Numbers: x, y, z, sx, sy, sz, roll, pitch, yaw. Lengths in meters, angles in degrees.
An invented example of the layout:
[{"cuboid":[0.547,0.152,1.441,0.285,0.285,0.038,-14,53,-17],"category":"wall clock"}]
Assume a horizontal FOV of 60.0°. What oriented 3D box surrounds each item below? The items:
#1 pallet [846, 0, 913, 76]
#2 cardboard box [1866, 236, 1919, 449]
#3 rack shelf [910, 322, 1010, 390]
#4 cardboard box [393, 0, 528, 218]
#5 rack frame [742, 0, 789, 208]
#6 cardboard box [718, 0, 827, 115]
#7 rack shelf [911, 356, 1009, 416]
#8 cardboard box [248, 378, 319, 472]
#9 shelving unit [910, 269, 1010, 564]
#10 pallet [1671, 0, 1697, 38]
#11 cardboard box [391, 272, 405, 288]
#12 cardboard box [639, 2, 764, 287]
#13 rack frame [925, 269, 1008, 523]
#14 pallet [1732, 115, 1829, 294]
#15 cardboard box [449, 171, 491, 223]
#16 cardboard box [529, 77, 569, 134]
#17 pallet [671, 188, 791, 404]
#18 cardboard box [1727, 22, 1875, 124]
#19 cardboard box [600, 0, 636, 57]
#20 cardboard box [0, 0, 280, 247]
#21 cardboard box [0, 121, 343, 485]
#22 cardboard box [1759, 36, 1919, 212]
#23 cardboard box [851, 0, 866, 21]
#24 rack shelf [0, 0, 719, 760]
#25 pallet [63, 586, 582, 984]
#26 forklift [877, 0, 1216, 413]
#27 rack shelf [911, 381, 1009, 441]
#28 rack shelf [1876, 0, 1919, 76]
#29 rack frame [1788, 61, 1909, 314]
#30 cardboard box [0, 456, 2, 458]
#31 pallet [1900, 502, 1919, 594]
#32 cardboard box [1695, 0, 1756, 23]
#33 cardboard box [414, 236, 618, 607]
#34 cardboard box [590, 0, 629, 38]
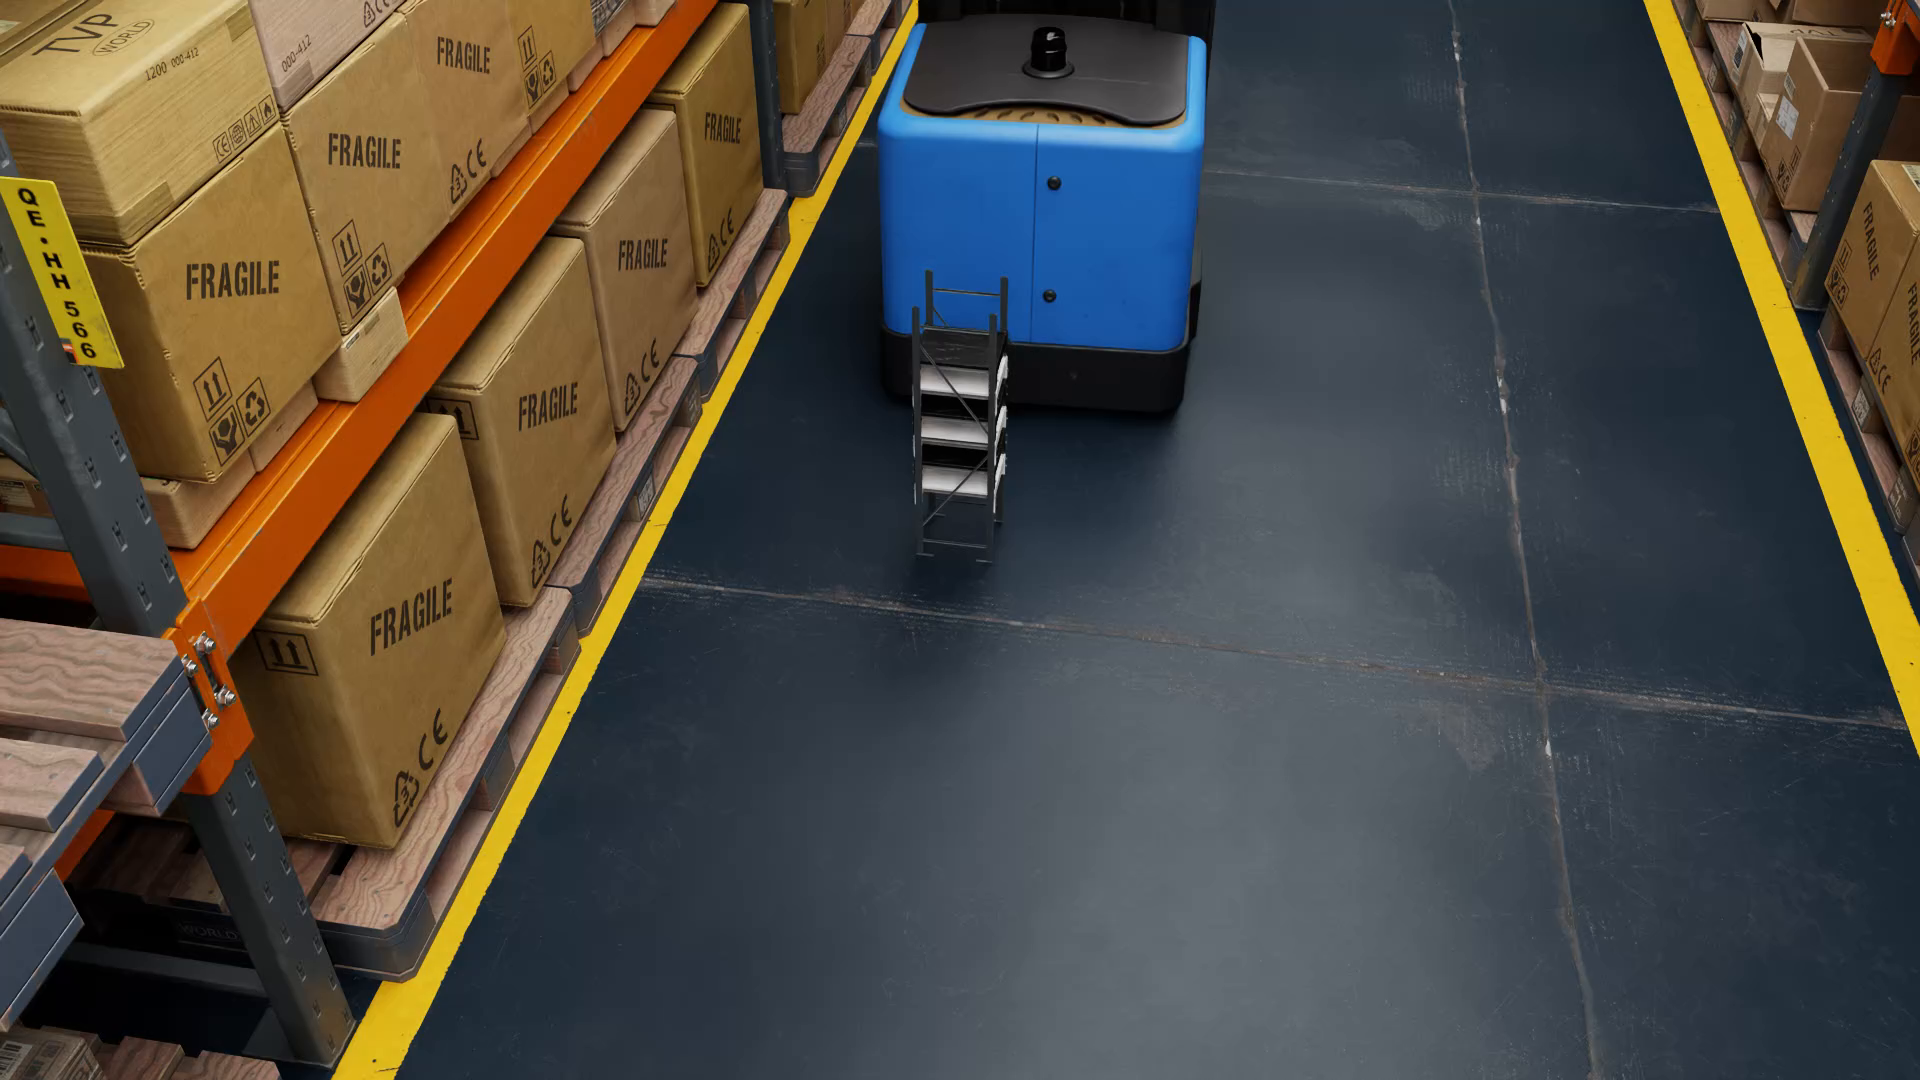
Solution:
[{"cuboid":[-0.799,-2.713,8.365,1.003,0.211,1.213,6,40,8],"category":"pallet"},{"cuboid":[3.258,-0.601,5.239,0.500,0.500,0.500,7,40,8],"category":"cardboard box"},{"cuboid":[0.001,-0.534,4.819,0.258,0.077,0.200,6,40,8],"category":"rack shelf"},{"cuboid":[-1.386,-1.117,3.919,0.500,0.500,0.500,6,40,7],"category":"cardboard box"},{"cuboid":[-1.216,-2.551,5.981,1.000,3.000,0.127,6,40,8],"category":"rack frame"},{"cuboid":[-0.986,-2.207,7.198,0.700,0.500,0.500,7,40,8],"category":"cardboard box"},{"cuboid":[0.001,-0.465,4.876,0.258,0.077,0.200,6,40,8],"category":"rack shelf"},{"cuboid":[-1.571,-0.290,3.428,0.380,0.149,0.250,7,40,8],"category":"cardboard box"},{"cuboid":[0.001,-0.352,4.969,0.258,0.900,0.210,6,40,8],"category":"shelving unit"},{"cuboid":[4.205,-2.894,8.585,1.003,0.211,1.213,6,40,8],"category":"pallet"},{"cuboid":[-1.520,-0.619,3.826,0.380,0.149,0.250,6,40,7],"category":"cardboard box"},{"cuboid":[-1.201,-1.462,6.022,0.750,0.750,0.750,7,40,8],"category":"cardboard box"},{"cuboid":[0.019,-0.416,5.047,0.240,0.900,0.006,6,40,8],"category":"rack frame"},{"cuboid":[3.783,-1.363,6.733,1.003,0.211,1.213,6,40,8],"category":"pallet"},{"cuboid":[-1.428,-0.943,4.218,0.380,0.149,0.250,7,40,8],"category":"cardboard box"},{"cuboid":[-1.316,-1.261,4.602,0.380,0.149,0.250,8,40,9],"category":"cardboard box"},{"cuboid":[-1.276,-0.984,6.274,1.003,0.211,1.213,6,40,8],"category":"pallet"},{"cuboid":[3.612,-2.000,7.080,0.500,0.311,0.500,6,40,8],"category":"cardboard box"},{"cuboid":[-1.201,-1.582,4.990,0.380,0.149,0.250,6,40,8],"category":"cardboard box"},{"cuboid":[-1.571,-0.765,2.905,0.500,0.250,0.500,7,40,9],"category":"cardboard box"},{"cuboid":[-1.572,-0.478,3.147,0.500,0.500,0.500,8,40,9],"category":"cardboard box"},{"cuboid":[3.482,-1.602,6.450,0.500,0.500,0.500,6,40,8],"category":"cardboard box"},{"cuboid":[-0.805,-2.844,7.968,0.700,0.500,0.500,7,40,9],"category":"cardboard box"},{"cuboid":[-1.562,-1.019,4.692,1.077,0.370,4.000,6,40,8],"category":"rack shelf"},{"cuboid":[-1.698,0.548,4.422,1.003,0.211,1.213,6,40,8],"category":"pallet"},{"cuboid":[0.420,-2.498,5.971,1.130,2.935,3.031,4,40,5],"category":"forklift"},{"cuboid":[0.001,-0.396,4.933,0.258,0.077,0.200,6,40,8],"category":"rack shelf"},{"cuboid":[3.317,-0.475,4.035,1.077,0.370,4.000,6,40,8],"category":"rack shelf"},{"cuboid":[3.663,-2.007,5.324,1.000,3.000,0.127,6,40,8],"category":"rack frame"},{"cuboid":[-2.104,-0.184,3.300,0.380,0.149,0.250,7,40,8],"category":"cardboard box"},{"cuboid":[3.351,0.350,4.661,1.003,0.211,1.213,6,40,8],"category":"pallet"},{"cuboid":[3.809,-2.690,7.962,0.500,0.250,0.500,6,40,8],"category":"cardboard box"},{"cuboid":[-1.494,-0.370,4.701,0.750,0.750,0.750,6,40,7],"category":"cardboard box"},{"cuboid":[-1.222,-1.759,4.696,0.500,0.500,0.500,6,40,8],"category":"cardboard box"}]
